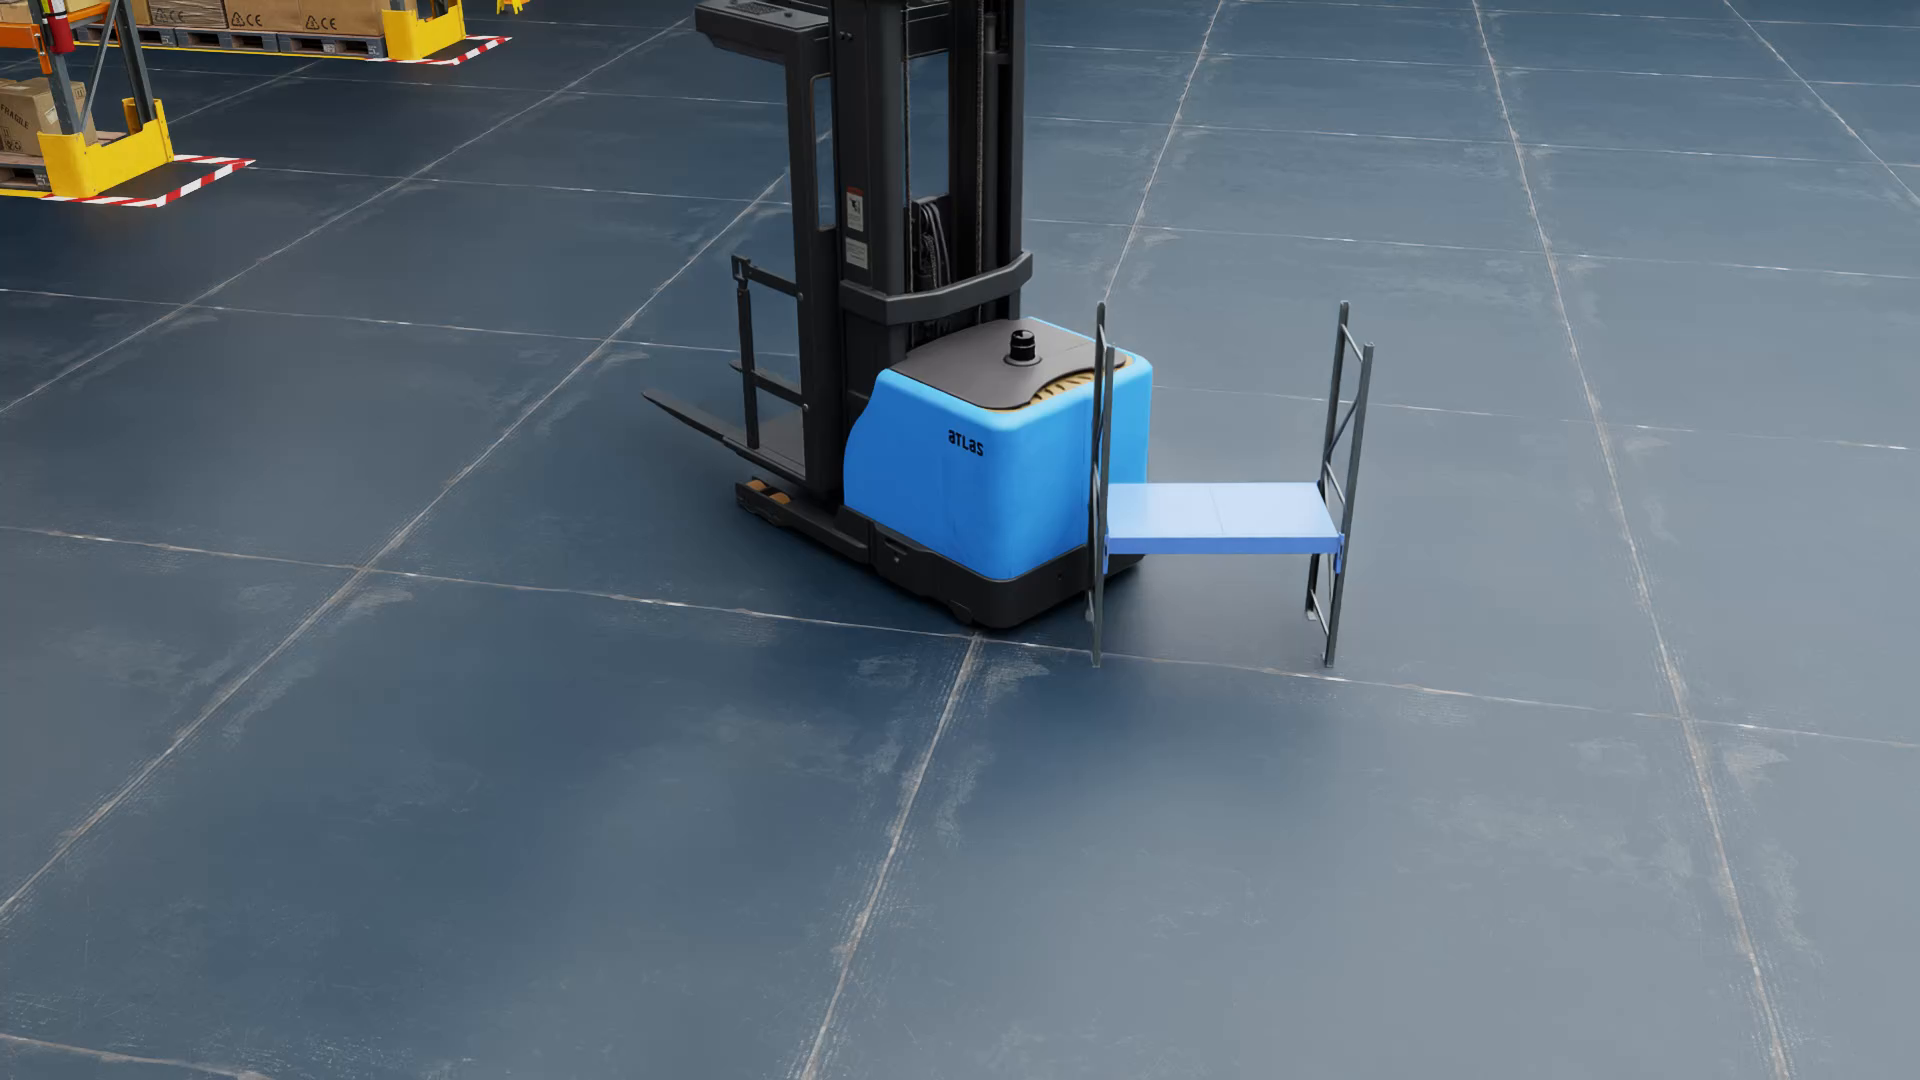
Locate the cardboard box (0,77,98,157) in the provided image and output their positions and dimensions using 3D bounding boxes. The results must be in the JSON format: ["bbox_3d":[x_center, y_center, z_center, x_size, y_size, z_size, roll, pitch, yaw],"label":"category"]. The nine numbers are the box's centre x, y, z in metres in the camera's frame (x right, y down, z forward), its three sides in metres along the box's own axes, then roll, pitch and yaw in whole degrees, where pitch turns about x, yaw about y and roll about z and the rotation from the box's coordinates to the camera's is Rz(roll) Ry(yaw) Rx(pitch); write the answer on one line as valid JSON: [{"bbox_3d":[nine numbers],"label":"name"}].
[{"bbox_3d":[-7.503,-3.467,13.625,0.500,0.500,0.500,11,31,20],"label":"cardboard box"}]

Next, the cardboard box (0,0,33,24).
[{"bbox_3d":[-7.218,-4.131,12.933,0.250,0.149,0.380,6,29,11],"label":"cardboard box"}]

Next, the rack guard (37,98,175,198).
[{"bbox_3d":[-6.971,-3.220,13.611,0.348,0.500,1.175,6,29,11],"label":"rack guard"}]

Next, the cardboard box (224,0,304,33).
[{"bbox_3d":[-7.300,-6.005,17.870,0.875,0.875,0.875,5,29,10],"label":"cardboard box"}]

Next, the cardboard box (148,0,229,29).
[{"bbox_3d":[-8.191,-6.097,18.039,0.875,0.875,0.875,6,29,11],"label":"cardboard box"}]

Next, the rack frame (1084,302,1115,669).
[{"bbox_3d":[0.590,-0.218,7.087,0.032,1.500,0.500,0,29,0],"label":"rack frame"}]

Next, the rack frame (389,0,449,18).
[{"bbox_3d":[-5.762,-6.628,17.234,0.127,3.000,1.000,6,29,11],"label":"rack frame"}]

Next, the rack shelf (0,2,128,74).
[{"bbox_3d":[-8.852,-4.194,13.536,4.000,0.370,1.077,6,29,11],"label":"rack shelf"}]

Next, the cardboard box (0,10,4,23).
[{"bbox_3d":[-7.462,-4.156,12.979,0.250,0.149,0.380,6,29,11],"label":"cardboard box"}]

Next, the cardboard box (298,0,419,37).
[{"bbox_3d":[-6.439,-5.917,17.710,0.875,0.875,0.875,6,29,11],"label":"cardboard box"}]

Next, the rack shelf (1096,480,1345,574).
[{"bbox_3d":[1.099,-0.062,7.176,1.000,0.185,0.538,0,29,0],"label":"rack shelf"}]

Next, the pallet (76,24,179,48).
[{"bbox_3d":[-8.946,-5.693,18.429,1.213,0.211,1.003,6,29,11],"label":"pallet"}]

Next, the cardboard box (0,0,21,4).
[{"bbox_3d":[-7.428,-4.551,13.026,0.500,0.500,0.875,6,29,11],"label":"cardboard box"}]

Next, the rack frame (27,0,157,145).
[{"bbox_3d":[-6.896,-4.309,12.997,0.127,3.000,1.000,6,29,11],"label":"rack frame"}]

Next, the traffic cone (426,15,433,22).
[{"bbox_3d":[-5.984,-6.236,19.158,0.334,0.463,0.336,6,29,11],"label":"traffic cone"}]

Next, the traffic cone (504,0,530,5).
[{"bbox_3d":[-5.416,-6.732,20.065,0.334,0.463,0.336,6,29,11],"label":"traffic cone"}]

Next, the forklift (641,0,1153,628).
[{"bbox_3d":[-0.496,-1.508,7.952,1.130,2.935,3.031,-25,37,-37],"label":"forklift"}]

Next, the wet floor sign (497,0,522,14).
[{"bbox_3d":[-5.320,-6.523,19.492,0.232,0.644,0.267,1,29,2],"label":"wet floor sign"}]

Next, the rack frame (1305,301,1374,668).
[{"bbox_3d":[1.607,-0.221,7.092,0.032,1.500,0.500,0,29,0],"label":"rack frame"}]

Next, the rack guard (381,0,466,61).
[{"bbox_3d":[-5.738,-5.529,17.829,0.348,0.500,1.175,6,29,11],"label":"rack guard"}]

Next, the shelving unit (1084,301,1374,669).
[{"bbox_3d":[1.099,-0.220,7.090,1.048,1.500,0.538,0,29,0],"label":"shelving unit"}]

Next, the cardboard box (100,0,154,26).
[{"bbox_3d":[-9.073,-6.186,18.200,0.875,0.875,0.875,6,29,11],"label":"cardboard box"}]

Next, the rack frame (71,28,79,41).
[{"bbox_3d":[-9.673,-7.029,17.966,0.127,3.000,1.000,6,29,11],"label":"rack frame"}]

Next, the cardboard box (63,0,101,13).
[{"bbox_3d":[-7.125,-4.339,13.314,0.250,0.149,0.380,6,29,11],"label":"cardboard box"}]

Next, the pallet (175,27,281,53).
[{"bbox_3d":[-7.749,-5.572,18.208,1.213,0.211,1.003,6,29,11],"label":"pallet"}]

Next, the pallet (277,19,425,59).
[{"bbox_3d":[-6.560,-5.449,17.983,1.213,0.211,1.003,6,29,11],"label":"pallet"}]

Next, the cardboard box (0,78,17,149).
[{"bbox_3d":[-8.095,-3.511,13.706,0.500,0.500,0.500,14,32,24],"label":"cardboard box"}]

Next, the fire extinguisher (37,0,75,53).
[{"bbox_3d":[-6.880,-4.047,12.600,0.183,0.674,0.296,6,29,11],"label":"fire extinguisher"}]

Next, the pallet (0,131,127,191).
[{"bbox_3d":[-7.758,-3.192,13.860,1.213,0.211,1.003,6,29,11],"label":"pallet"}]
